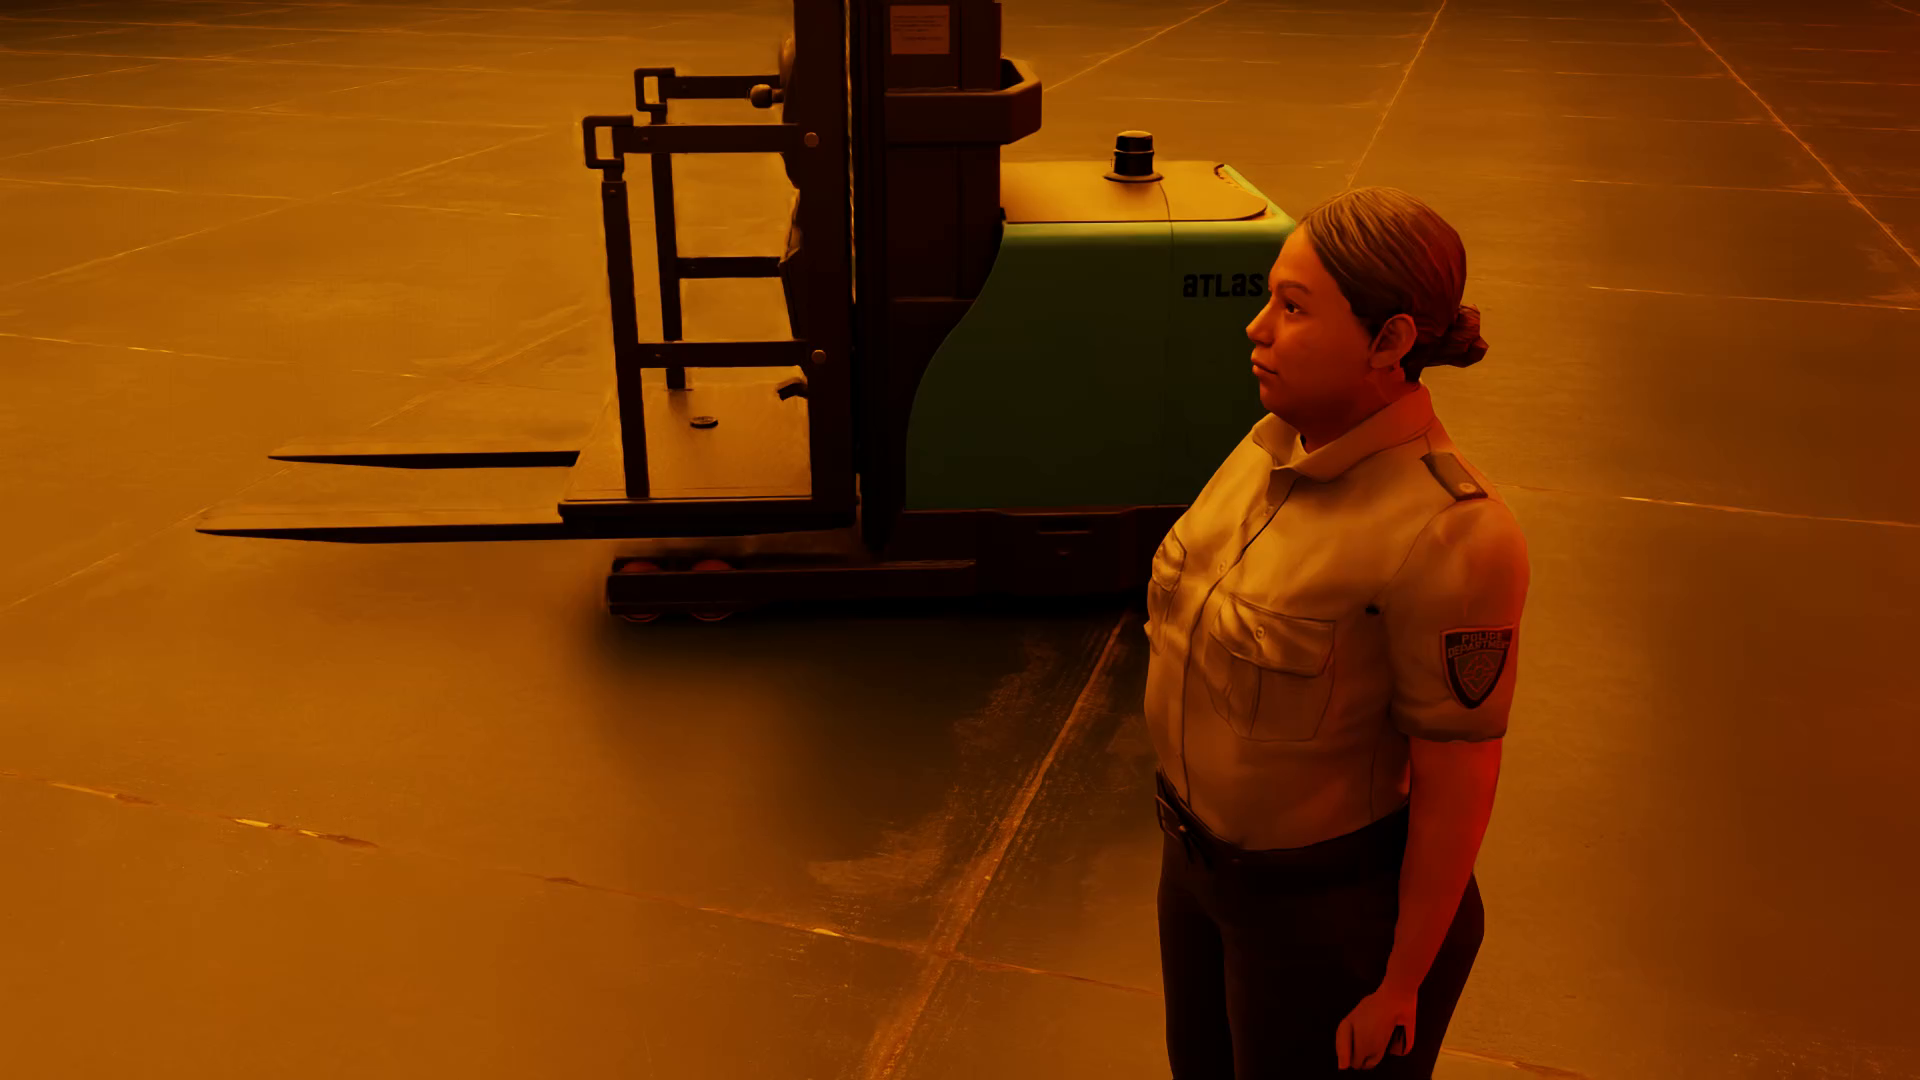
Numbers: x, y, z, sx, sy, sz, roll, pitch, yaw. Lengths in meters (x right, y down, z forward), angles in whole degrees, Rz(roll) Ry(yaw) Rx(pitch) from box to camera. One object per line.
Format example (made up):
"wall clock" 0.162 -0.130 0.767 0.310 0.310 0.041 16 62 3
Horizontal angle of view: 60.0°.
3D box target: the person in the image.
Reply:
"person" 0.394 0.412 1.969 0.348 1.653 0.479 -7 23 -16

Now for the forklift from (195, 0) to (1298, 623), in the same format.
"forklift" -0.626 -1.334 4.512 3.031 2.935 1.130 -1 22 -3
